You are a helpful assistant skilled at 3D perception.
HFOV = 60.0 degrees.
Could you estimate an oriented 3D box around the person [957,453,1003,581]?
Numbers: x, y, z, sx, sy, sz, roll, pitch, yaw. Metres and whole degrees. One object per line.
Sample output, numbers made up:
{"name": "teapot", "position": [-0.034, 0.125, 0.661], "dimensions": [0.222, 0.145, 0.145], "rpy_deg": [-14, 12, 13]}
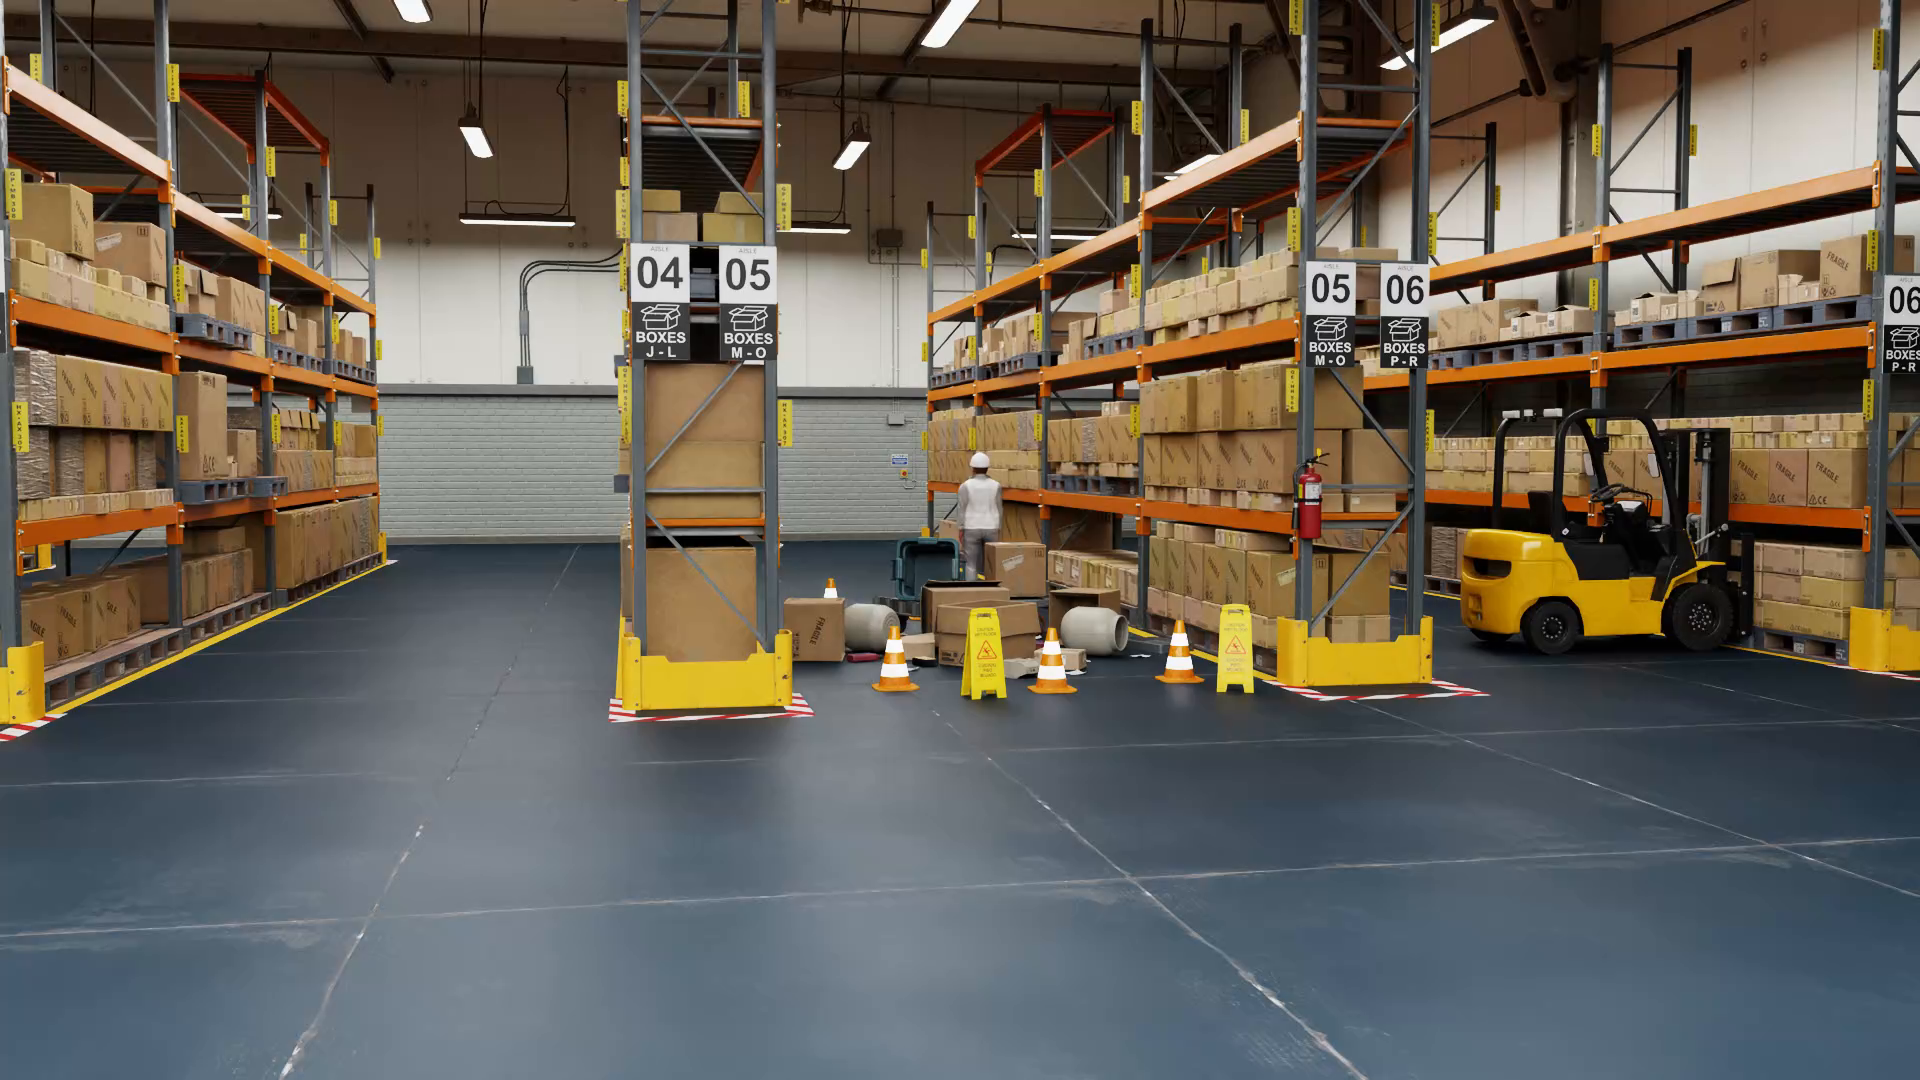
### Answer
{"name": "person", "position": [0.220, -0.093, 18.930], "dimensions": [0.532, 1.789, 0.359], "rpy_deg": [-1, 3, -10]}
